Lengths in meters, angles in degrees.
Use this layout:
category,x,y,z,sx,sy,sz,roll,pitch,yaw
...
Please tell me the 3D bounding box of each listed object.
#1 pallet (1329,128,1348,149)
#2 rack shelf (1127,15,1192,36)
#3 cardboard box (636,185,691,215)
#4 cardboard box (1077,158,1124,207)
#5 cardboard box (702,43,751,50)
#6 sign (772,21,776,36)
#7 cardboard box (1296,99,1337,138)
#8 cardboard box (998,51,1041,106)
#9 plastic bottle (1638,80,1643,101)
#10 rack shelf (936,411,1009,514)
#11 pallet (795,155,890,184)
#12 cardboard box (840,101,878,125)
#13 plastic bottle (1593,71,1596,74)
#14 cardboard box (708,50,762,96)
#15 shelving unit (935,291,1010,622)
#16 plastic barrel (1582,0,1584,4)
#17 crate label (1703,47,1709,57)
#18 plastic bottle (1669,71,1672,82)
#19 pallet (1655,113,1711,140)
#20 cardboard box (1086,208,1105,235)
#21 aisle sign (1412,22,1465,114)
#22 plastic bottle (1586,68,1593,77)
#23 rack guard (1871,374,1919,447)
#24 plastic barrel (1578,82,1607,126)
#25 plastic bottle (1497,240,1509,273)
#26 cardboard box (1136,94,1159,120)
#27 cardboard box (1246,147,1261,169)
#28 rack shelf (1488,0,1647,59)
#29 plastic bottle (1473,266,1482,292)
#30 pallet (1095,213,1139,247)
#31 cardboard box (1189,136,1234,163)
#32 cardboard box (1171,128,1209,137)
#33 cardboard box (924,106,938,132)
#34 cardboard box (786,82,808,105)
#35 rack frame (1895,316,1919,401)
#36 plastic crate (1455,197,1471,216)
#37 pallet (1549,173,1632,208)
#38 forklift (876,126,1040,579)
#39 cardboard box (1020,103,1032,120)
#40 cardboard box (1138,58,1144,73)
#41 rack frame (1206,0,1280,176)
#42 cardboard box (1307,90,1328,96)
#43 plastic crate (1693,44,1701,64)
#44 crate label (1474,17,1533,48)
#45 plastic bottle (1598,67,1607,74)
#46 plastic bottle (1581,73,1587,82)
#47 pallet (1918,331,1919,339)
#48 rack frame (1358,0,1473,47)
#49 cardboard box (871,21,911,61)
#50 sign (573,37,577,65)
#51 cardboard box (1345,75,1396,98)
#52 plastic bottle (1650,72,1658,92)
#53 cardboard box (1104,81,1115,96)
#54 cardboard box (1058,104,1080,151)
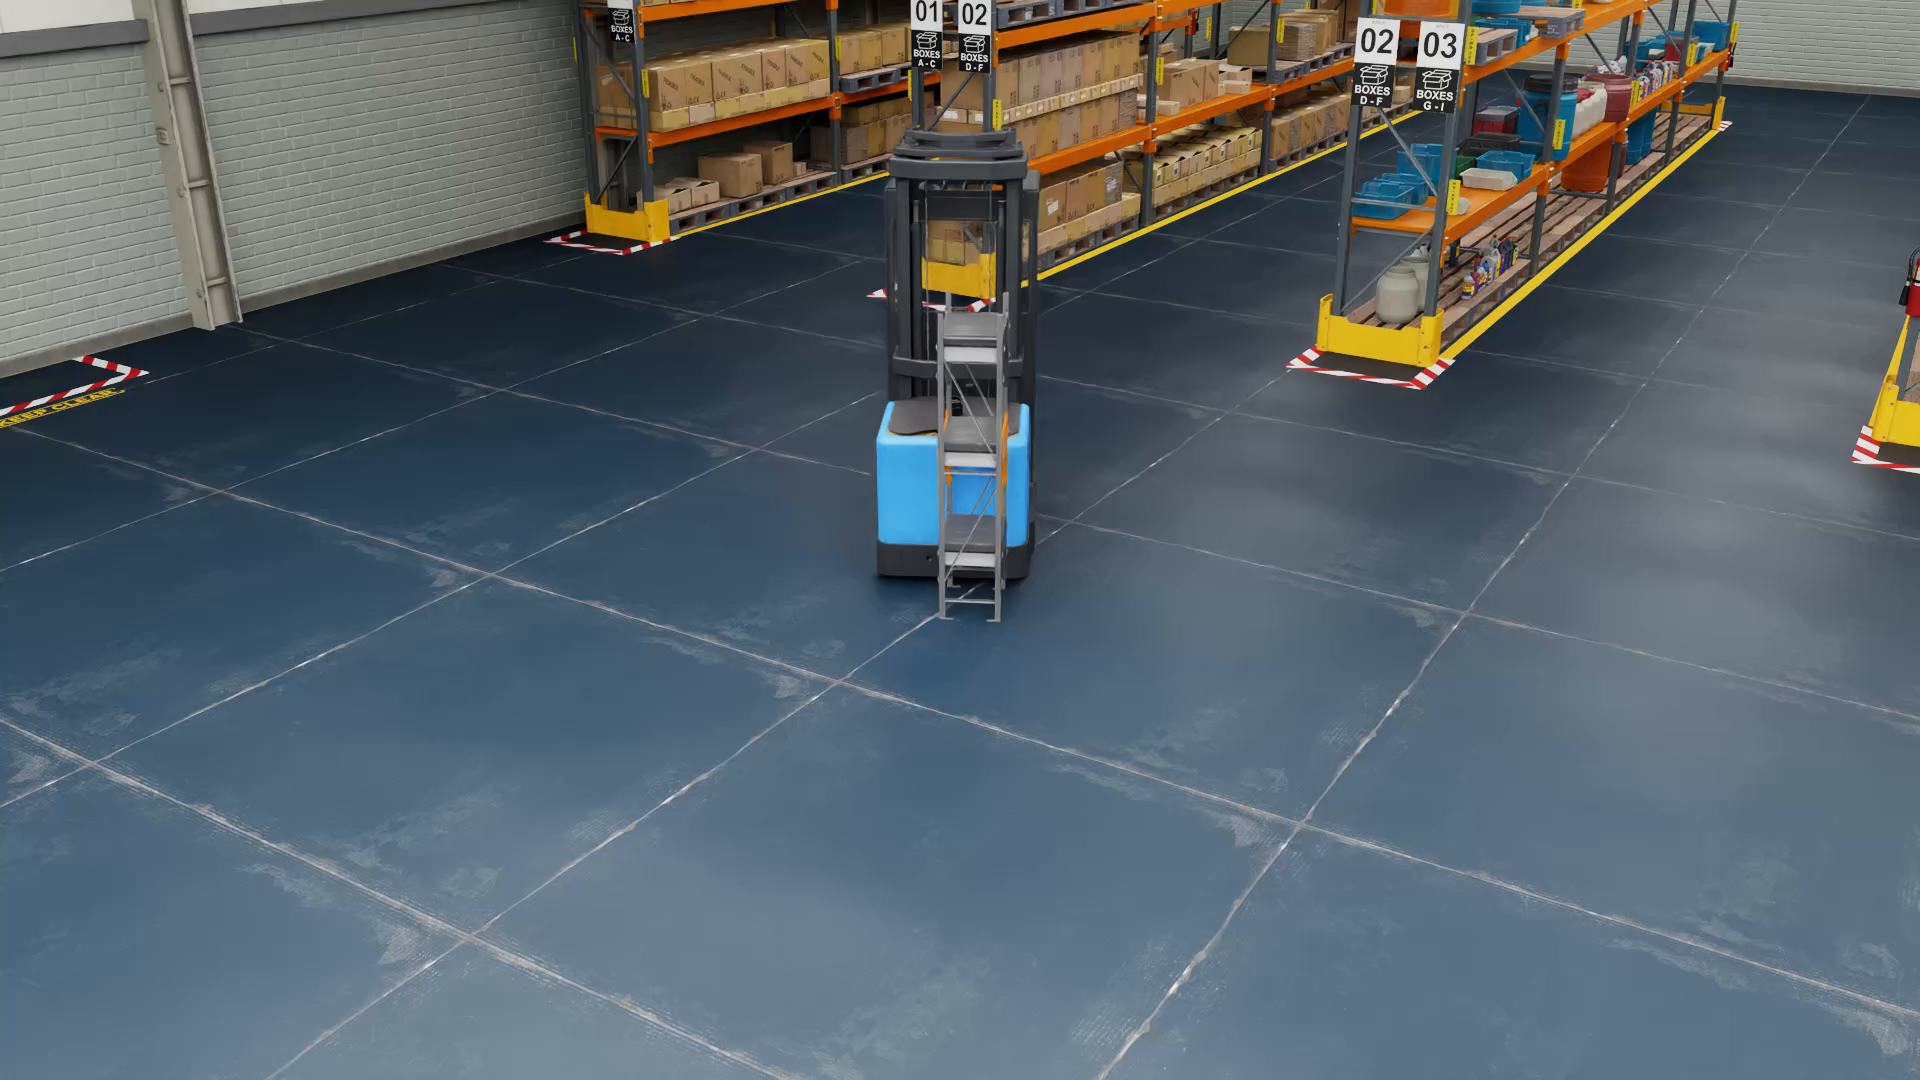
category,x,y,z,sx,sy,sz,roll,pitch,yaw
pallet,5.860,-6.712,27.489,1.003,0.211,1.213,14,27,29
rack shelf,3.102,-9.656,31.684,1.077,0.370,4.000,14,27,29
cardboard box,-3.842,-4.443,21.569,0.500,0.311,0.500,11,26,23
cardboard box,1.705,-4.480,20.812,0.500,0.500,0.500,14,27,29
cardboard box,-3.142,-6.440,22.569,0.500,0.500,0.500,15,27,30
sign,-2.647,-7.257,23.781,0.100,0.325,0.005,14,27,29
cardboard box,5.708,-6.768,26.701,0.500,0.500,0.500,14,27,30
cardboard box,0.485,-5.217,18.766,0.700,0.500,0.500,13,27,28
plastic bottle,9.377,-6.216,22.996,0.097,0.271,0.097,0,23,0
rack shelf,0.087,-0.510,10.806,0.431,0.518,0.480,2,25,5
pallet,-1.764,-5.594,24.907,1.003,0.211,1.213,14,27,29
cardboard box,-1.570,-6.411,24.932,0.500,0.250,0.500,13,27,28
plastic bottle,9.027,-6.538,23.723,0.061,0.283,0.133,14,27,29
cardboard box,-2.967,-6.158,21.919,0.500,0.500,0.500,15,27,31
shelving unit,0.087,-0.523,10.801,0.431,2.100,0.503,2,25,5
plastic barrel,7.391,-7.006,20.341,0.600,0.830,0.708,14,27,29
crate label,12.006,-7.984,27.174,0.396,0.136,0.243,14,27,29
plastic bottle,10.492,-6.898,24.658,0.097,0.201,0.097,0,23,0
pallet,12.105,-7.035,28.235,1.003,0.211,1.213,14,27,29
cardboard box,1.455,-3.964,20.563,0.500,0.250,0.500,14,27,29
aisle sign,4.344,-4.292,15.116,0.394,0.787,0.004,14,27,29
plastic bottle,8.927,-6.519,23.594,0.144,0.351,0.185,14,27,29
rack guard,8.381,-1.025,13.989,1.175,0.500,0.348,14,27,29
plastic barrel,7.992,-5.544,21.140,0.421,0.512,0.421,0,23,0
plastic bottle,6.047,-3.178,18.597,0.144,0.351,0.185,12,26,26
cardboard box,2.260,-5.680,21.785,0.500,0.250,0.500,16,28,32
cardboard box,4.077,-5.626,24.403,0.500,0.250,0.500,15,27,30
rack shelf,7.298,-6.256,20.056,1.077,0.370,4.000,14,27,29
plastic bottle,5.535,-2.797,17.815,0.097,0.271,0.097,0,23,0
pallet,1.582,-4.035,21.304,1.003,0.211,1.213,14,27,29
cardboard box,3.543,-5.537,23.492,0.500,0.311,0.500,14,27,29
cardboard box,3.352,-5.818,24.140,0.500,0.311,0.500,13,27,28
cardboard box,-0.769,-6.612,26.341,0.700,0.500,0.500,14,27,29
cardboard box,-2.435,-6.161,22.870,0.500,0.250,0.500,14,27,29
rack frame,8.341,-2.147,13.433,1.000,3.000,0.127,14,27,29
plastic crate,4.879,-3.298,16.425,0.298,0.136,0.250,14,27,29
pallet,8.734,-4.880,23.257,1.003,0.211,1.213,14,27,29
forklift,0.025,-1.622,12.308,1.130,2.935,3.031,1,23,3
cardboard box,0.587,-4.828,18.685,0.380,0.149,0.250,14,27,29
cardboard box,3.069,-8.929,31.718,0.700,0.500,0.500,15,27,30
rack frame,4.147,-6.924,24.469,1.000,3.000,0.127,14,27,29
cardboard box,5.795,-7.217,27.737,0.500,0.500,0.500,13,26,27
plastic crate,11.425,-7.685,26.299,0.437,0.282,0.530,14,27,29
crate label,5.402,-5.055,16.564,0.502,0.251,0.408,14,27,29
plastic bottle,9.285,-6.711,24.132,0.152,0.276,0.135,14,27,29
plastic bottle,8.807,-6.443,23.504,0.061,0.283,0.133,14,27,29
pallet,10.127,-1.983,16.565,1.003,0.211,1.213,14,27,29
rack frame,4.134,-5.938,14.639,1.000,3.000,0.127,14,27,29
cardboard box,-0.941,-7.623,25.403,0.700,0.500,0.500,14,27,29
sign,-4.744,-6.060,20.618,0.100,0.325,0.005,14,27,29
cardboard box,7.244,-7.966,29.463,0.797,0.503,0.637,14,27,29
plastic bottle,9.878,-6.560,23.784,0.152,0.276,0.135,14,27,29
cardboard box,1.670,-5.520,20.283,0.380,0.149,0.250,14,27,29
cardboard box,0.999,-4.948,19.778,0.700,0.500,0.500,15,27,31
